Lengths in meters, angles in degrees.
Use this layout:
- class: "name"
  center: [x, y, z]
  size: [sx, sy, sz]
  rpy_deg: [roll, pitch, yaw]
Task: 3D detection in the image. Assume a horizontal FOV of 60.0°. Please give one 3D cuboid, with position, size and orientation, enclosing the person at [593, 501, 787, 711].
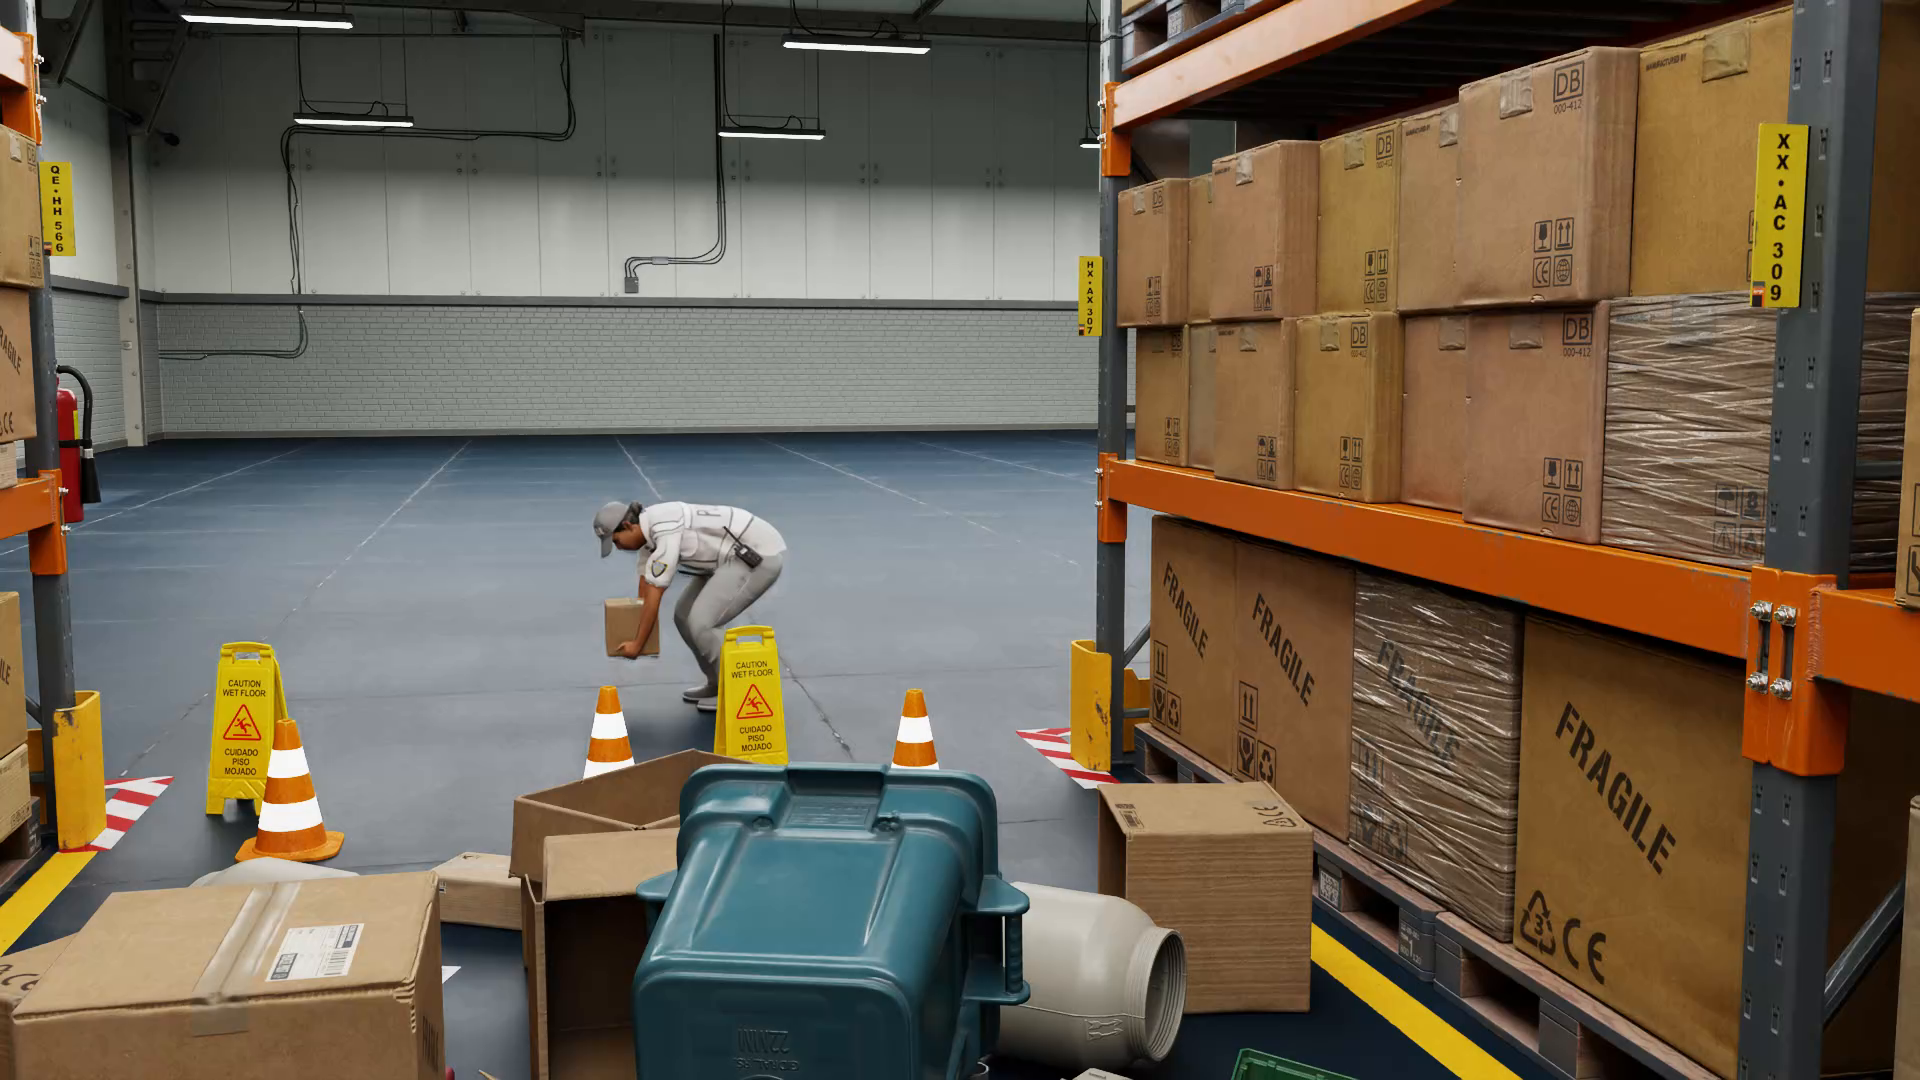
- class: "person"
  center: [-1.329, 0.314, 8.233]
  size: [0.937, 1.032, 0.504]
  rpy_deg: [-2, 7, -17]
